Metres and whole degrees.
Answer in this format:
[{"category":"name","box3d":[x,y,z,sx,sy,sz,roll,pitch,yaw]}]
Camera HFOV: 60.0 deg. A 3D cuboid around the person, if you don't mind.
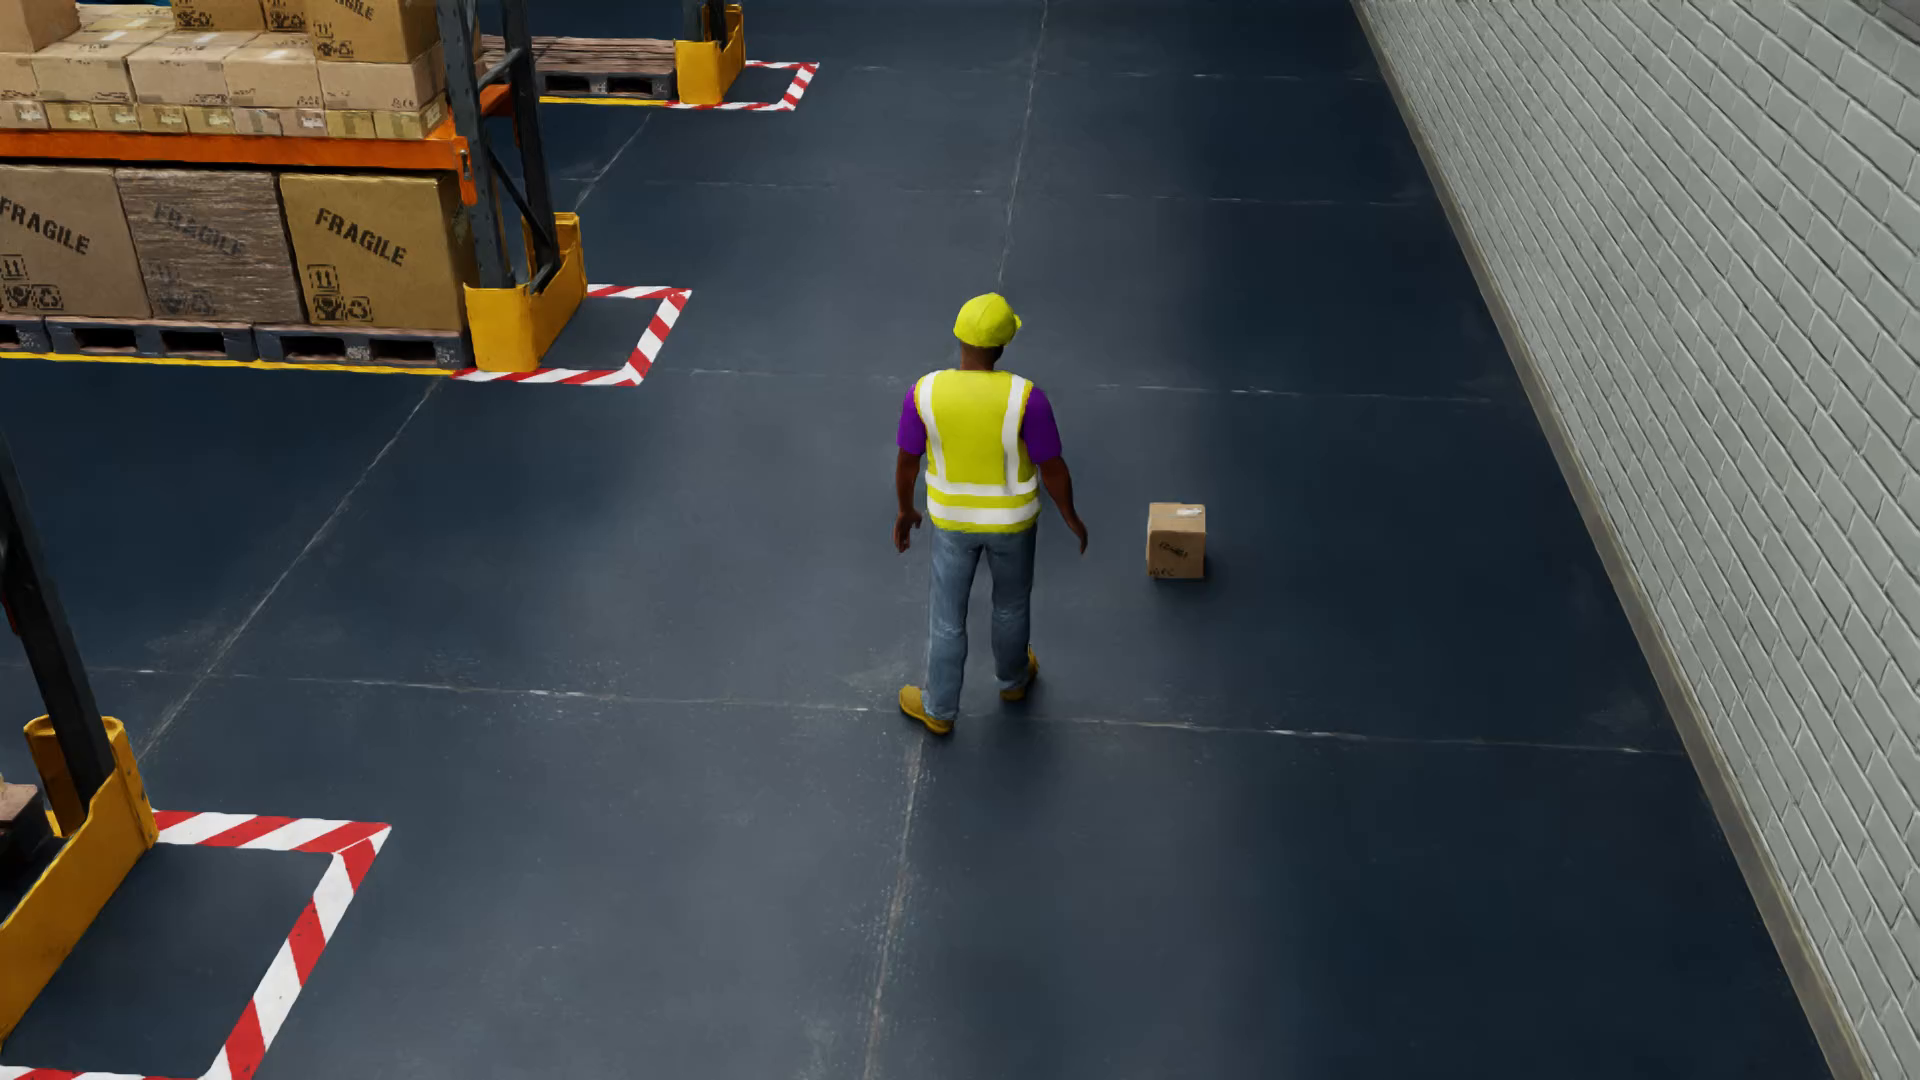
[{"category":"person","box3d":[0.118,-0.112,6.271,0.738,1.768,0.582,5,32,7]}]
